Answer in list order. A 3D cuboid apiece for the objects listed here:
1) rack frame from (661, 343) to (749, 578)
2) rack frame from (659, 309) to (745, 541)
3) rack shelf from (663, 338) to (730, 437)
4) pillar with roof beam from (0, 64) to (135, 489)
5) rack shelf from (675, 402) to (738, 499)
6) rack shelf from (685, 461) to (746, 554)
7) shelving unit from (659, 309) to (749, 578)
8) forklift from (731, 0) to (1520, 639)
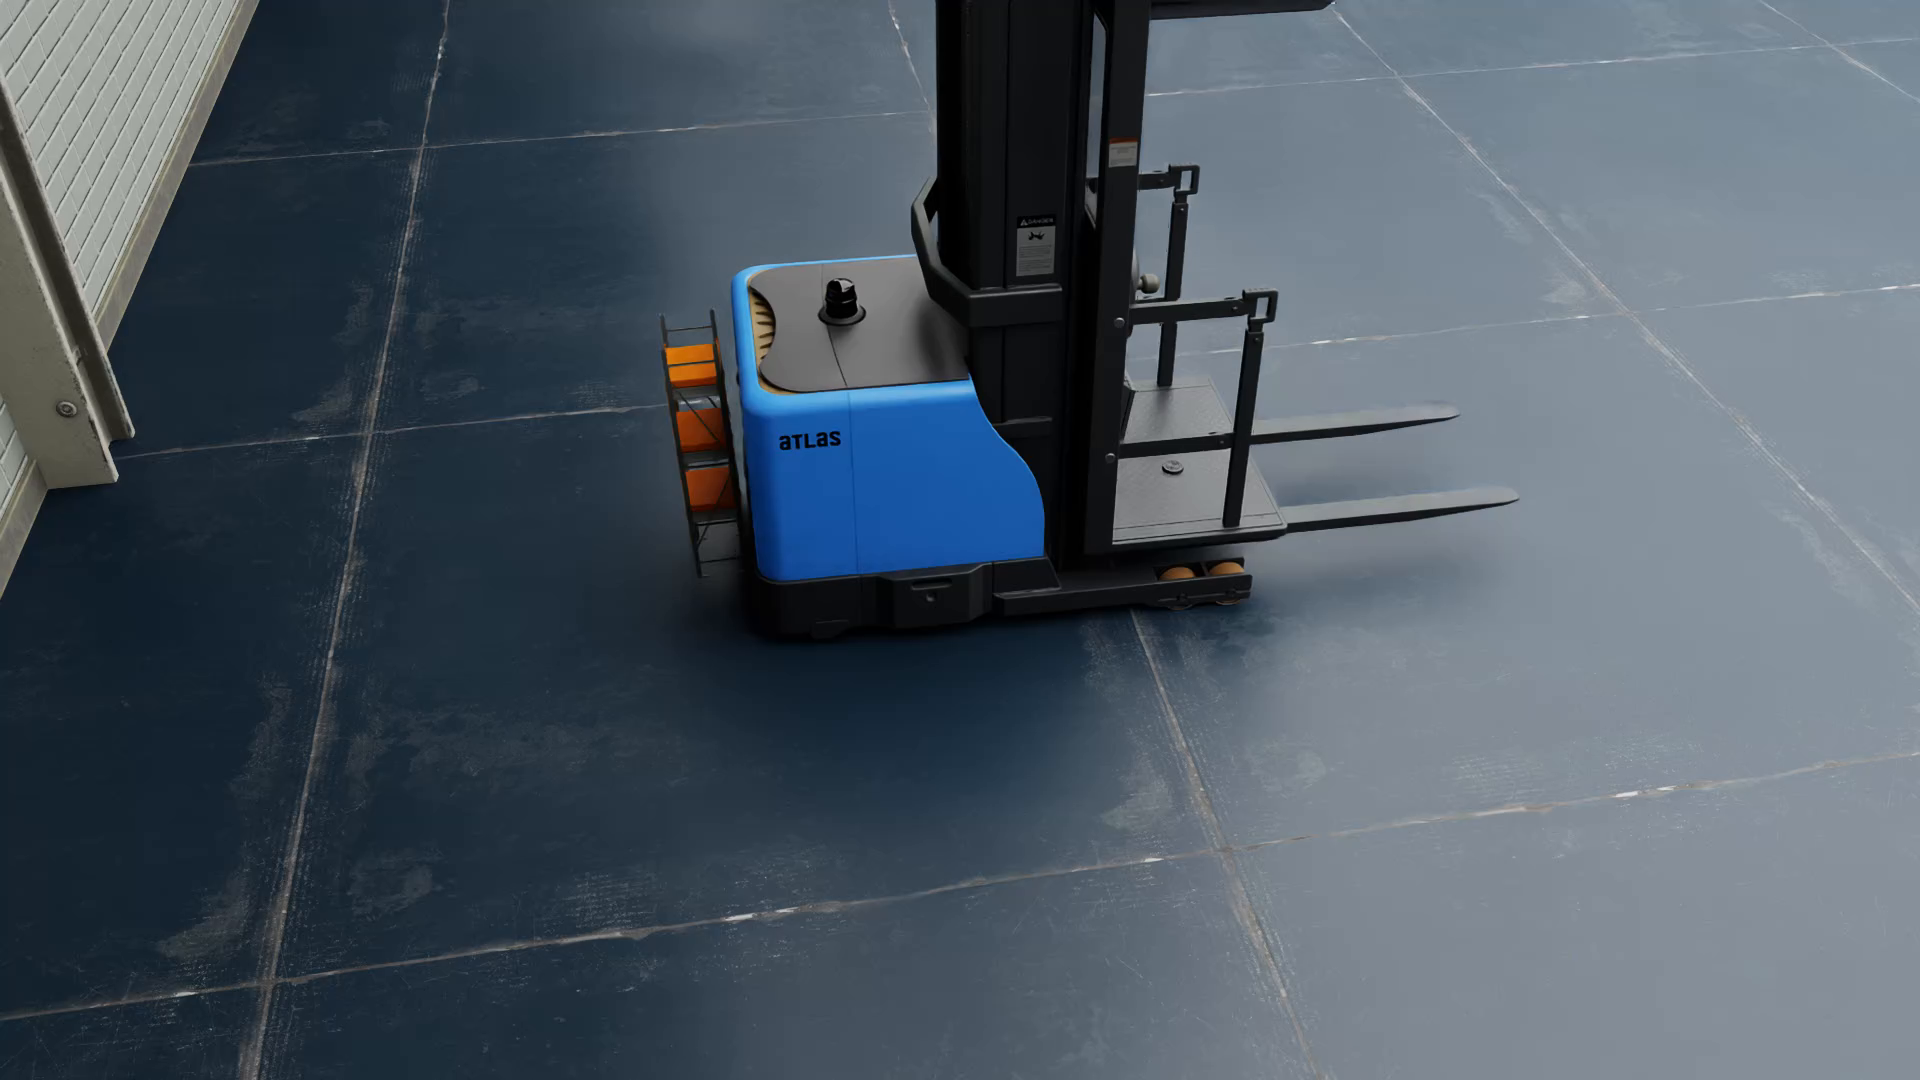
[{"bbox_3d":[-0.950,-0.277,6.246,0.200,1.050,0.008,-7,38,-6],"label":"rack frame"},{"bbox_3d":[-0.989,-0.425,6.436,0.200,1.050,0.008,-7,38,-6],"label":"rack frame"},{"bbox_3d":[-0.978,-0.566,6.172,0.215,0.259,0.240,-7,38,-6],"label":"rack shelf"},{"bbox_3d":[0.465,-4.365,5.034,9.100,9.000,0.400,-6,38,-8],"label":"pillar with roof beam"},{"bbox_3d":[-0.969,-0.343,6.347,0.215,0.259,0.240,-7,38,-6],"label":"rack shelf"},{"bbox_3d":[-0.961,-0.124,6.519,0.215,0.259,0.240,-7,38,-6],"label":"rack shelf"},{"bbox_3d":[-0.970,-0.351,6.341,0.215,1.050,0.252,-7,38,-6],"label":"shelving unit"},{"bbox_3d":[0.677,-1.204,5.911,3.031,2.935,1.130,-6,38,-7],"label":"forklift"}]
